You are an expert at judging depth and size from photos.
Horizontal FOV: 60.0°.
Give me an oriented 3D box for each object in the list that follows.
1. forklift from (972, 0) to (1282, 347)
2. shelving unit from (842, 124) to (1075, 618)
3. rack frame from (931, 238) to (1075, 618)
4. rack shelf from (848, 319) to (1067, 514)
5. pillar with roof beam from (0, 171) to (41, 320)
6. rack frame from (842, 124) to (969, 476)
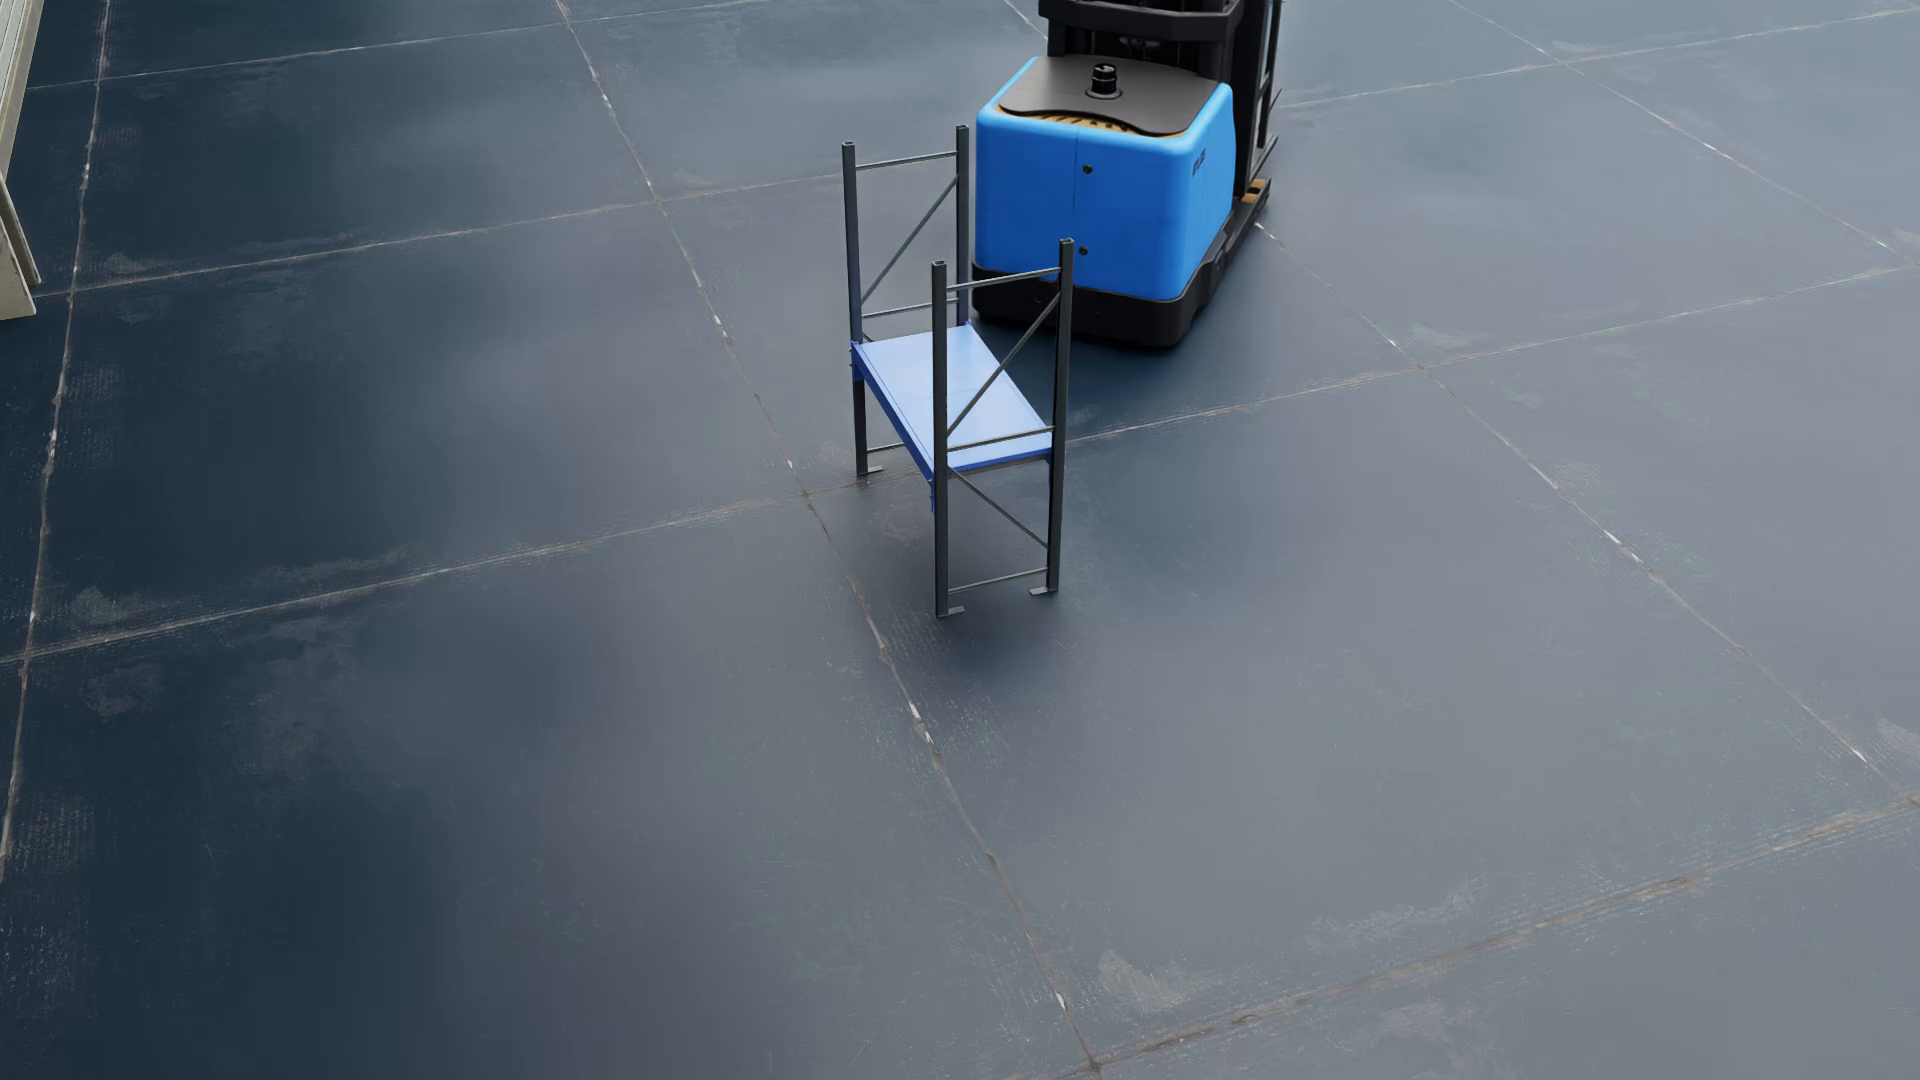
[{"bbox_3d":[1.069,-2.968,8.254,1.130,2.935,3.031,13,39,17],"label":"forklift"},{"bbox_3d":[-0.029,-0.647,6.363,0.538,1.500,1.048,-12,39,-16],"label":"shelving unit"},{"bbox_3d":[0.146,-0.360,5.981,0.500,1.500,0.032,-12,39,-16],"label":"rack frame"},{"bbox_3d":[-0.029,-0.504,6.471,0.538,0.185,1.000,-12,39,-16],"label":"rack shelf"},{"bbox_3d":[-0.749,-5.681,6.813,9.100,9.000,0.400,-12,39,-16],"label":"pillar with roof beam"},{"bbox_3d":[-0.204,-0.934,6.744,0.500,1.500,0.032,-12,39,-16],"label":"rack frame"}]
